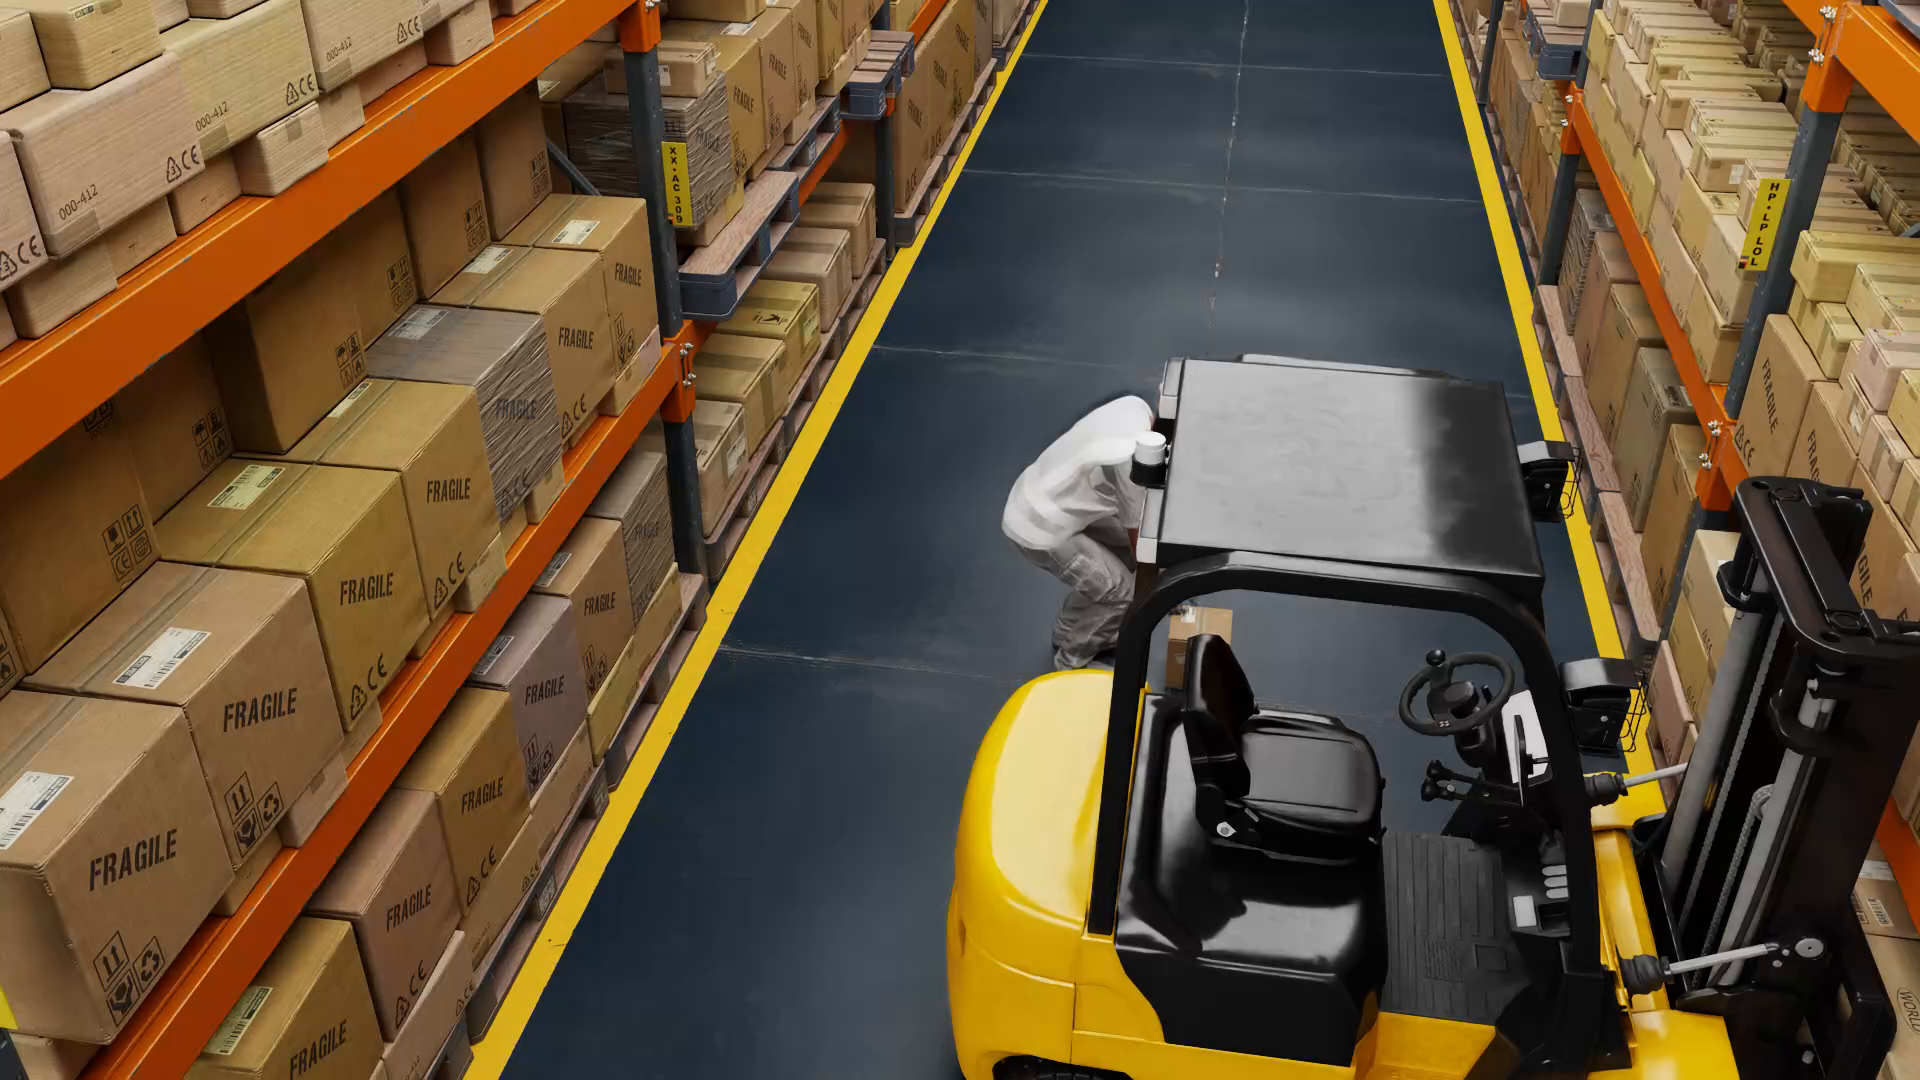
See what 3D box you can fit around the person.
[{"bbox_3d":[0.590,-0.054,6.672,0.826,1.288,0.609,5,32,8],"label":"person"}]
